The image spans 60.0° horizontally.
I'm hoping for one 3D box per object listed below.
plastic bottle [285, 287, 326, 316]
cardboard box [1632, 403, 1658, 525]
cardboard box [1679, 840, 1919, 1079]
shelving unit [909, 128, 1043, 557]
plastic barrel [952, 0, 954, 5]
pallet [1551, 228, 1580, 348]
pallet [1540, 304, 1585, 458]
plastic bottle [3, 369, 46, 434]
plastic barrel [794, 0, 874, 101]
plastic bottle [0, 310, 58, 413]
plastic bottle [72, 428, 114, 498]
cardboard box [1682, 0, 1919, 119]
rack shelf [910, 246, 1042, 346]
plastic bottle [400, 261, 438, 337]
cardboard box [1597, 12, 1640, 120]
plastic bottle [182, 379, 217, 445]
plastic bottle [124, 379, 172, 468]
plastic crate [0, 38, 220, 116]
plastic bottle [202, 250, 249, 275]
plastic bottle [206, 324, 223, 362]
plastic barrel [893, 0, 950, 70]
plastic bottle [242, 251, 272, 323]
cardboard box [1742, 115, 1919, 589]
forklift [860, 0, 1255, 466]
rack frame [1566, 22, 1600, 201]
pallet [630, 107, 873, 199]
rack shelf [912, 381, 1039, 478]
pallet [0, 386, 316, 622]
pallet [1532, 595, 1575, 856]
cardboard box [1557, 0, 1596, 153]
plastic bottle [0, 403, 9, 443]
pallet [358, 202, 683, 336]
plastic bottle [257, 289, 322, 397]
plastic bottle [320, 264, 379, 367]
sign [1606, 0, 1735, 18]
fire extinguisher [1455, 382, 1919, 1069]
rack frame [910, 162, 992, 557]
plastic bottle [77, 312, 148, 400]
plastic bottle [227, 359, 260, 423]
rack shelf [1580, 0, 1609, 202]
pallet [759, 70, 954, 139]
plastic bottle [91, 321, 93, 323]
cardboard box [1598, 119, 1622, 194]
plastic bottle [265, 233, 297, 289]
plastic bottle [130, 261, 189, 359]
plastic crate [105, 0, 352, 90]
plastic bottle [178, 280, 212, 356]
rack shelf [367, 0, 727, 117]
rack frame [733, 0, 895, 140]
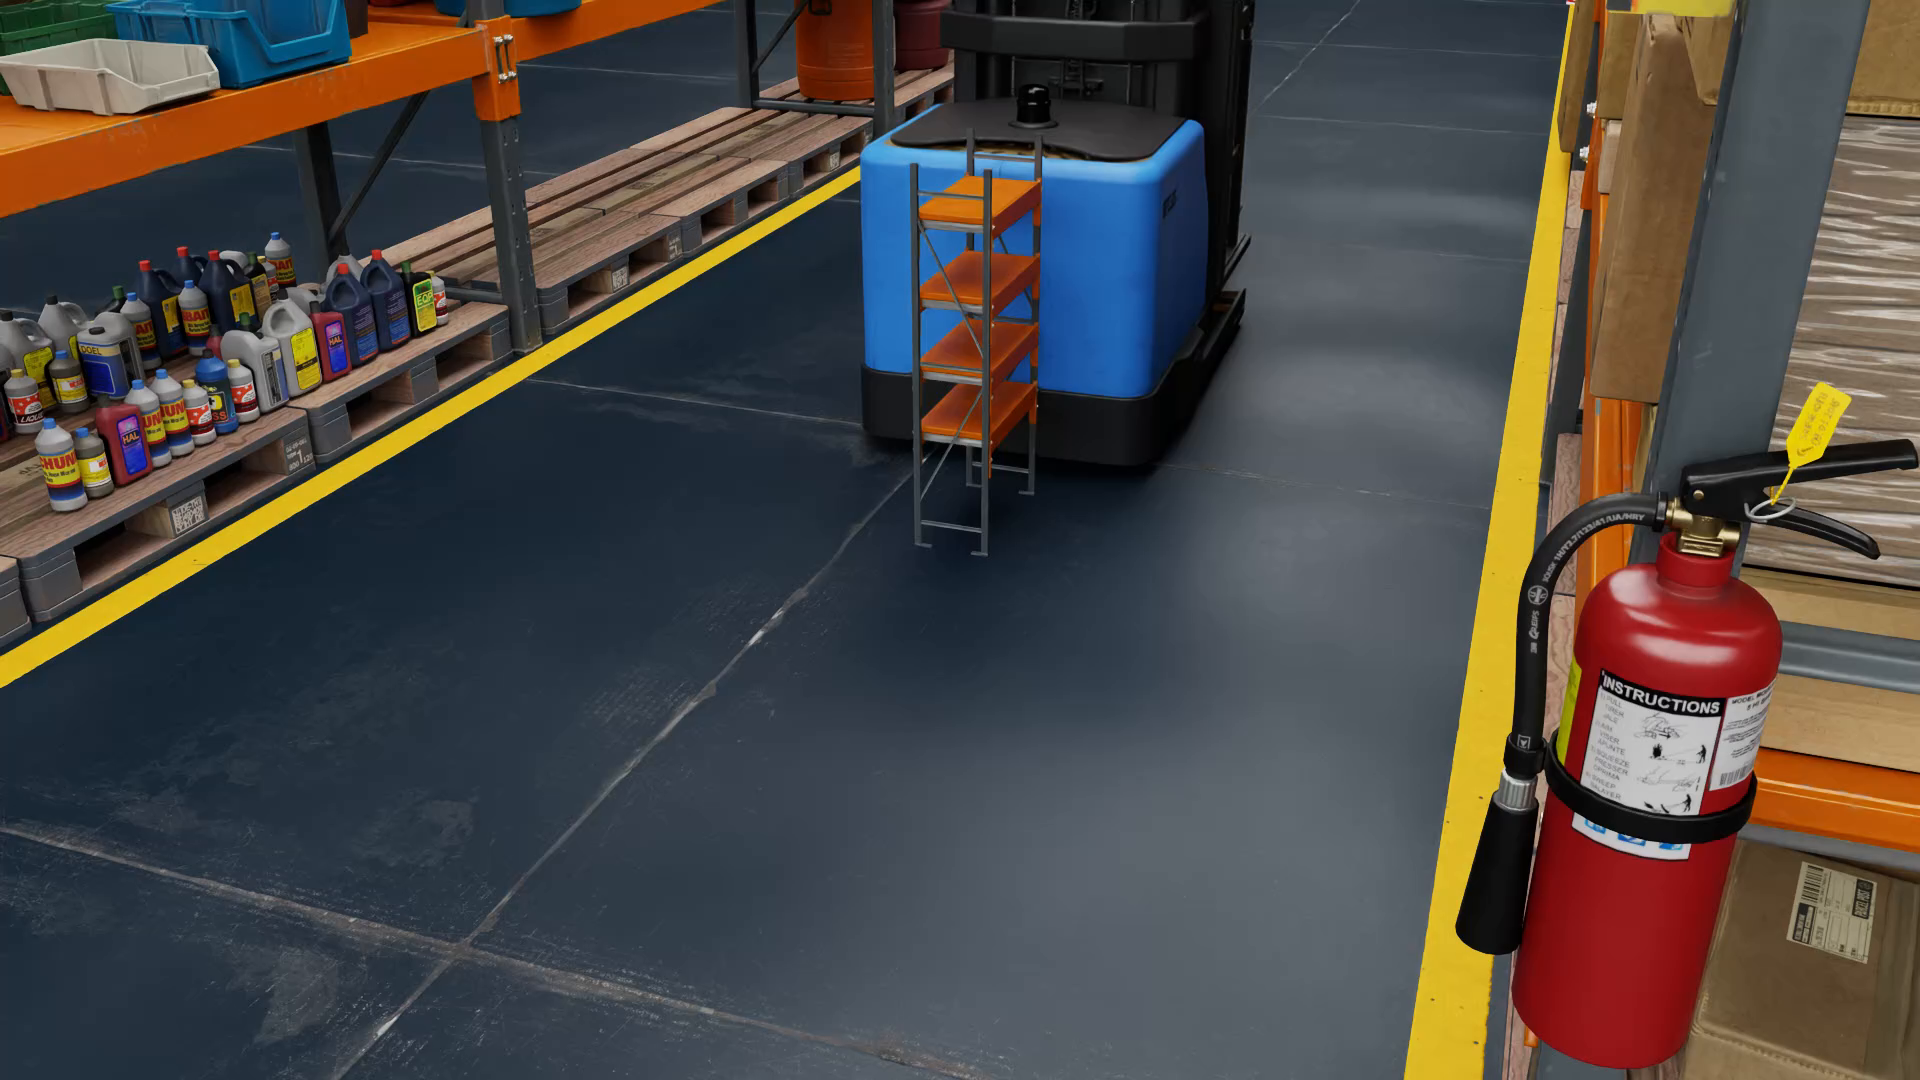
[{"bbox_3d":[-2.377,-0.800,6.080,0.152,0.276,0.135,9,27,17],"label":"plastic bottle"},{"bbox_3d":[1.135,-0.087,2.275,0.380,0.149,0.250,9,27,17],"label":"cardboard box"},{"bbox_3d":[1.340,0.842,2.455,0.500,0.500,0.500,14,29,27],"label":"cardboard box"},{"bbox_3d":[0.055,-0.608,5.129,0.258,1.200,0.503,9,27,17],"label":"shelving unit"},{"bbox_3d":[0.006,-4.222,12.454,0.600,0.901,0.708,9,27,17],"label":"plastic barrel"},{"bbox_3d":[3.110,-1.052,7.180,1.003,0.211,1.213,9,27,17],"label":"pallet"},{"bbox_3d":[2.705,-0.549,6.141,1.003,0.211,1.213,9,27,17],"label":"pallet"},{"bbox_3d":[-3.077,-0.461,5.466,0.097,0.201,0.097,0,26,0],"label":"plastic bottle"},{"bbox_3d":[-0.745,-3.261,10.552,0.600,0.830,0.708,9,27,17],"label":"plastic barrel"},{"bbox_3d":[-3.149,-0.607,5.597,0.144,0.351,0.185,10,28,20],"label":"plastic bottle"},{"bbox_3d":[-2.622,-0.239,5.008,0.097,0.201,0.097,0,26,0],"label":"plastic bottle"},{"bbox_3d":[1.067,-0.731,1.713,0.500,0.500,0.500,9,27,17],"label":"cardboard box"},{"bbox_3d":[0.055,-0.749,5.061,0.258,0.148,0.480,9,27,17],"label":"rack shelf"},{"bbox_3d":[-2.072,-0.932,6.344,0.061,0.283,0.133,10,28,20],"label":"plastic bottle"},{"bbox_3d":[2.040,-1.286,4.008,0.875,0.500,0.500,9,27,17],"label":"cardboard box"},{"bbox_3d":[-2.477,-0.419,5.380,0.097,0.201,0.097,0,26,0],"label":"plastic bottle"},{"bbox_3d":[-2.543,-0.369,5.196,0.097,0.271,0.097,0,26,0],"label":"plastic bottle"},{"bbox_3d":[-2.525,-1.379,4.959,0.530,0.136,0.437,9,27,17],"label":"plastic crate"},{"bbox_3d":[-2.824,-0.970,6.431,0.152,0.276,0.135,10,27,19],"label":"plastic bottle"},{"bbox_3d":[-2.495,-0.608,5.676,0.061,0.283,0.133,9,27,17],"label":"plastic bottle"},{"bbox_3d":[-0.369,-3.617,11.563,0.600,0.588,0.708,9,27,17],"label":"plastic barrel"},{"bbox_3d":[-2.724,-0.958,6.398,0.061,0.283,0.133,9,27,17],"label":"plastic bottle"},{"bbox_3d":[1.325,-0.241,1.849,0.875,0.500,0.500,9,27,17],"label":"cardboard box"},{"bbox_3d":[0.590,-2.188,6.407,1.130,2.935,3.031,8,27,16],"label":"forklift"},{"bbox_3d":[3.779,-3.127,8.267,1.000,3.000,0.127,9,27,17],"label":"rack frame"},{"bbox_3d":[-1.186,-2.278,9.712,1.003,0.211,1.213,9,27,17],"label":"pallet"},{"bbox_3d":[0.055,-0.369,5.245,0.258,0.148,0.480,9,27,17],"label":"rack shelf"},{"bbox_3d":[-2.890,-0.174,5.367,1.003,0.211,1.213,9,27,17],"label":"pallet"},{"bbox_3d":[1.853,0.556,3.860,1.003,0.211,1.213,9,27,17],"label":"pallet"},{"bbox_3d":[4.028,-2.641,9.218,1.225,0.875,0.875,7,27,15],"label":"cardboard box"},{"bbox_3d":[-3.146,-0.436,5.321,0.061,0.283,0.133,9,27,17],"label":"plastic bottle"},{"bbox_3d":[-1.998,-1.275,7.641,1.003,0.211,1.213,9,27,17],"label":"pallet"},{"bbox_3d":[-2.337,-0.690,5.767,0.144,0.351,0.185,9,27,17],"label":"plastic bottle"},{"bbox_3d":[-2.229,-0.822,6.041,0.144,0.351,0.185,7,27,15],"label":"plastic bottle"},{"bbox_3d":[0.600,-0.592,1.339,0.100,0.325,0.005,9,27,17],"label":"sign"},{"bbox_3d":[0.644,0.175,1.535,0.296,0.674,0.183,9,27,17],"label":"fire extinguisher"},{"bbox_3d":[-0.026,-0.508,4.922,0.240,1.200,0.015,9,27,17],"label":"rack frame"},{"bbox_3d":[-2.939,-0.639,5.748,0.152,0.276,0.135,9,27,17],"label":"plastic bottle"},{"bbox_3d":[-2.408,-0.504,5.554,0.097,0.201,0.097,0,26,0],"label":"plastic bottle"},{"bbox_3d":[3.113,-1.982,6.726,1.077,0.370,4.000,9,27,17],"label":"rack shelf"},{"bbox_3d":[-0.669,-2.921,11.040,1.003,0.211,1.213,9,27,17],"label":"pallet"},{"bbox_3d":[-3.062,-0.678,5.915,0.097,0.201,0.097,0,26,0],"label":"plastic bottle"},{"bbox_3d":[1.744,-0.917,3.991,0.380,0.149,0.250,9,27,17],"label":"cardboard box"},{"bbox_3d":[-2.742,-1.104,6.715,0.097,0.271,0.097,0,26,0],"label":"plastic bottle"},{"bbox_3d":[-2.946,-0.858,6.116,0.144,0.351,0.185,8,27,15],"label":"plastic bottle"},{"bbox_3d":[-2.335,-1.641,5.367,0.499,0.251,0.616,9,27,17],"label":"plastic crate"},{"bbox_3d":[-2.817,-0.823,6.134,0.097,0.271,0.097,0,26,0],"label":"plastic bottle"},{"bbox_3d":[-1.557,-2.700,8.210,1.077,0.370,4.000,9,27,17],"label":"rack shelf"},{"bbox_3d":[-0.892,-3.846,9.751,1.000,3.000,0.127,9,27,17],"label":"rack frame"}]
